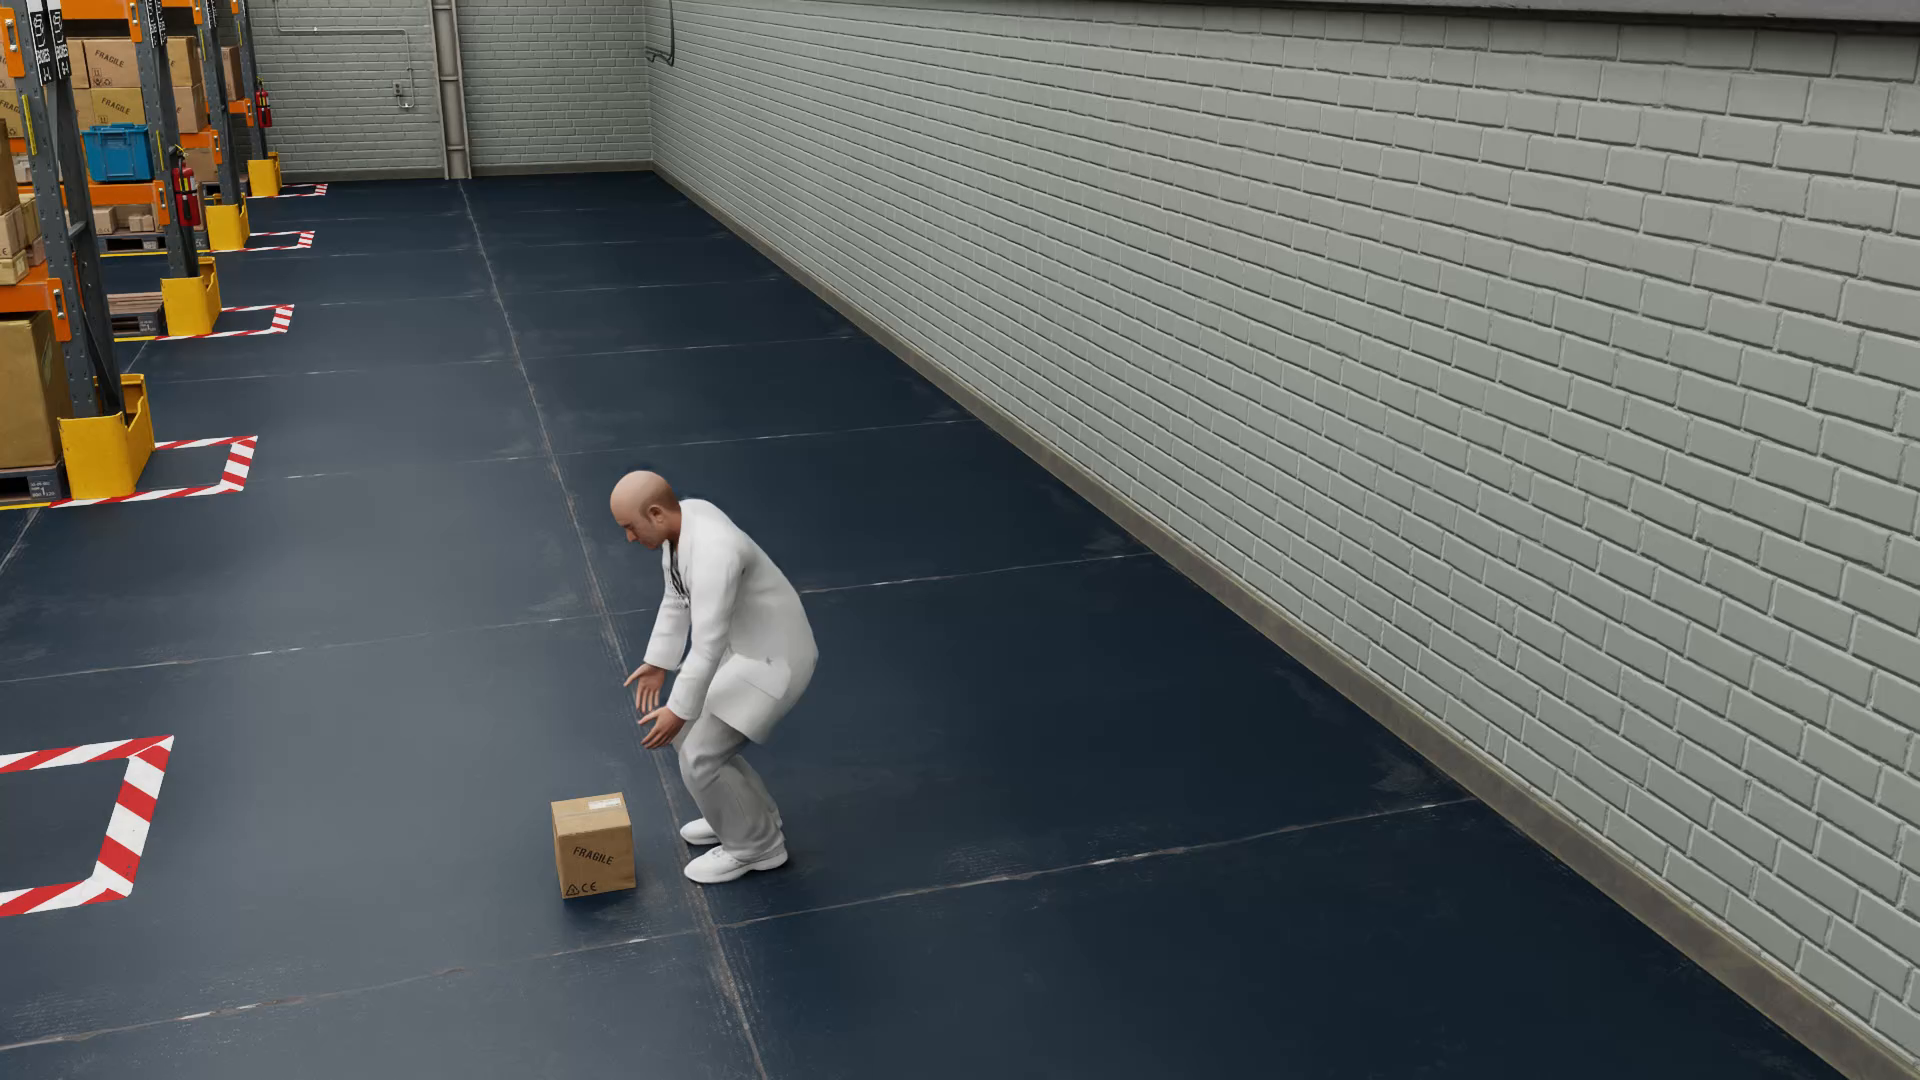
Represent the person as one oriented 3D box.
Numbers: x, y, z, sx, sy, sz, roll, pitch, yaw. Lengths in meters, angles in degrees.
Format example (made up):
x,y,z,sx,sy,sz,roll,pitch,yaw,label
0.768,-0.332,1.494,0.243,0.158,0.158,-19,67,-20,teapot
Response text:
x,y,z,sx,sy,sz,roll,pitch,yaw,label
-0.822,0.454,5.748,0.680,1.470,0.630,-6,20,-17,person
